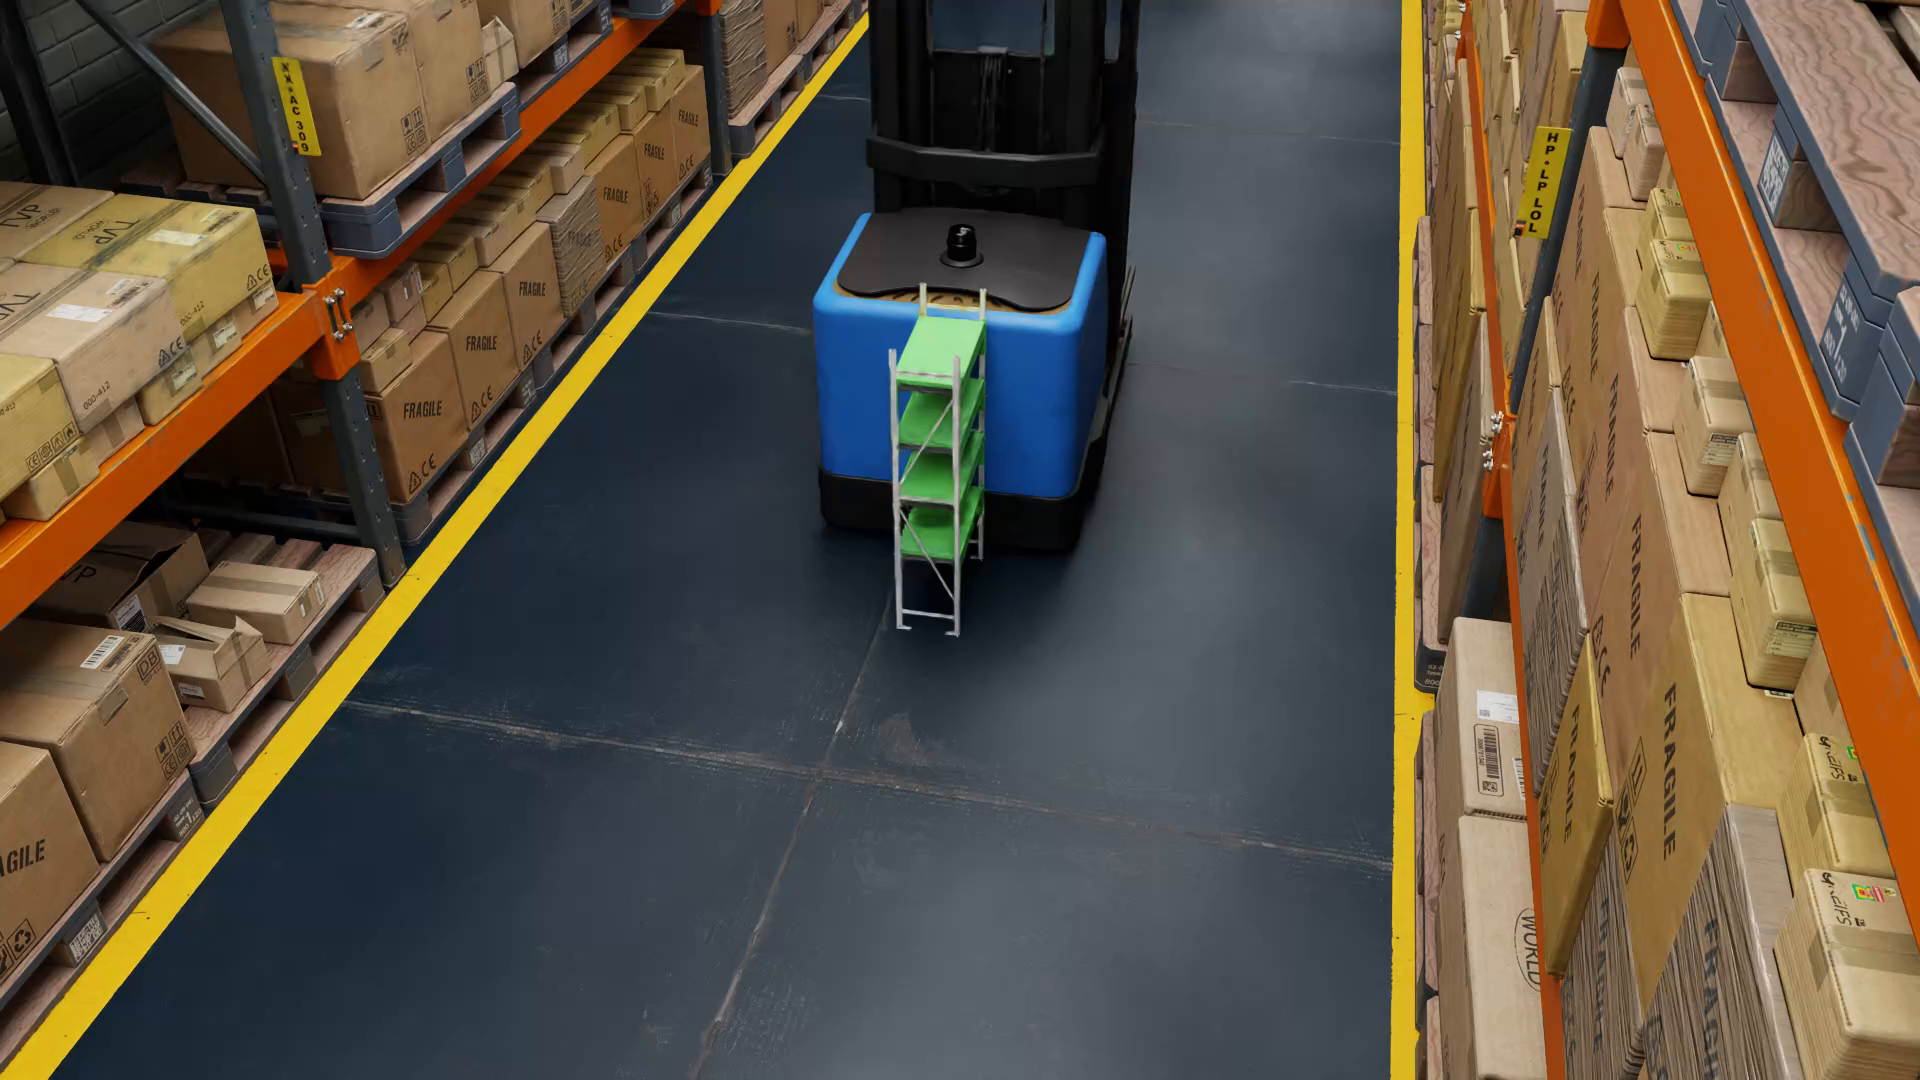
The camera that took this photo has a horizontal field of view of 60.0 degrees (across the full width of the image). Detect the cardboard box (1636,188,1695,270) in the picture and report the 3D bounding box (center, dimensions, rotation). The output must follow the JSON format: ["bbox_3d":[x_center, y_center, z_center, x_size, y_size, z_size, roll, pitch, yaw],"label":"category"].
[{"bbox_3d":[1.677,-0.621,3.561,0.380,0.149,0.250,7,37,10],"label":"cardboard box"}]

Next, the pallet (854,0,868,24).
[{"bbox_3d":[-1.097,-4.148,12.293,1.003,0.211,1.213,7,37,10],"label":"pallet"}]

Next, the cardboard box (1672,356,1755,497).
[{"bbox_3d":[1.498,-0.186,2.961,0.380,0.149,0.250,7,37,10],"label":"cardboard box"}]

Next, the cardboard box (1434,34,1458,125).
[{"bbox_3d":[3.298,-2.643,9.722,0.950,0.372,0.625,7,36,9],"label":"cardboard box"}]

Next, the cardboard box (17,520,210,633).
[{"bbox_3d":[-3.059,0.150,5.920,0.500,0.311,0.500,9,37,12],"label":"cardboard box"}]

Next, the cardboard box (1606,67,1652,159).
[{"bbox_3d":[1.842,-1.057,4.162,0.380,0.149,0.250,7,36,9],"label":"cardboard box"}]

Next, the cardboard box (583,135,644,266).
[{"bbox_3d":[-1.939,-1.713,8.330,0.500,0.500,0.500,9,37,12],"label":"cardboard box"}]

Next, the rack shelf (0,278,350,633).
[{"bbox_3d":[-3.114,0.320,4.365,1.077,0.370,4.000,7,37,10],"label":"rack shelf"}]

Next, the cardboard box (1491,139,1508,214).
[{"bbox_3d":[2.249,-1.304,6.121,0.500,0.250,0.500,6,36,9],"label":"cardboard box"}]

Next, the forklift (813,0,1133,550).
[{"bbox_3d":[0.220,-2.009,7.024,1.130,2.935,3.031,7,36,9],"label":"forklift"}]

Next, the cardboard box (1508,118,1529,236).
[{"bbox_3d":[2.119,-1.210,5.565,0.500,0.250,0.500,8,37,11],"label":"cardboard box"}]

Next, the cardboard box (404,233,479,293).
[{"bbox_3d":[-2.278,-1.186,7.050,0.380,0.149,0.250,7,36,9],"label":"cardboard box"}]

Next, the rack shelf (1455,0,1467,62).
[{"bbox_3d":[3.445,-3.646,9.837,1.077,0.370,4.000,7,37,10],"label":"rack shelf"}]

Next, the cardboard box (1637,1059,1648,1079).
[{"bbox_3d":[1.275,1.160,2.509,0.500,0.500,0.500,7,36,9],"label":"cardboard box"}]

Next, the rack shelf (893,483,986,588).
[{"bbox_3d":[-0.073,-0.035,6.294,0.258,0.148,0.480,7,36,9],"label":"rack shelf"}]

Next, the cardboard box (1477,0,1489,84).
[{"bbox_3d":[2.575,-2.184,7.336,0.500,0.250,0.500,6,36,9],"label":"cardboard box"}]

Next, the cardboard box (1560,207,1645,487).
[{"bbox_3d":[1.711,-0.411,3.824,0.500,0.500,0.500,7,36,9],"label":"cardboard box"}]

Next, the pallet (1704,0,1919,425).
[{"bbox_3d":[1.715,-0.511,2.419,1.003,0.211,1.213,7,37,10],"label":"pallet"}]

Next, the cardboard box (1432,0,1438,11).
[{"bbox_3d":[3.762,-3.889,11.441,0.950,0.372,0.625,8,37,11],"label":"cardboard box"}]

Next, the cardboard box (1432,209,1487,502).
[{"bbox_3d":[2.403,-0.691,6.601,0.875,0.875,0.875,8,37,11],"label":"cardboard box"}]

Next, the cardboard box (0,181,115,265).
[{"bbox_3d":[-3.056,-0.927,5.347,0.500,0.250,0.500,7,37,9],"label":"cardboard box"}]

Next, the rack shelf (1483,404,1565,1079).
[{"bbox_3d":[1.736,0.940,3.509,1.077,0.370,4.000,7,37,10],"label":"rack shelf"}]

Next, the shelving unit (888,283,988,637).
[{"bbox_3d":[-0.073,-0.281,6.115,0.258,1.200,0.503,7,36,9],"label":"shelving unit"}]

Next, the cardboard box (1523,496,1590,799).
[{"bbox_3d":[1.583,0.271,3.735,0.500,0.500,0.500,8,37,10],"label":"cardboard box"}]

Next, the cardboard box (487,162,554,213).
[{"bbox_3d":[-2.103,-1.625,7.656,0.380,0.149,0.250,7,37,10],"label":"cardboard box"}]

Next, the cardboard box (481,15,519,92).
[{"bbox_3d":[-2.015,-1.981,6.685,0.396,0.266,0.258,9,37,12],"label":"cardboard box"}]

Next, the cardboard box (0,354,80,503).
[{"bbox_3d":[-2.769,-0.281,4.456,0.500,0.250,0.500,7,37,10],"label":"cardboard box"}]

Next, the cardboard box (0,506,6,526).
[{"bbox_3d":[-2.848,-0.066,4.500,0.380,0.149,0.250,8,37,11],"label":"cardboard box"}]

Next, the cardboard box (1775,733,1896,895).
[{"bbox_3d":[1.287,0.411,2.137,0.380,0.149,0.250,8,37,11],"label":"cardboard box"}]

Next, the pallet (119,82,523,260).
[{"bbox_3d":[-2.409,-1.484,6.405,1.003,0.211,1.213,7,37,10],"label":"pallet"}]

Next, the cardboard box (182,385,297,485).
[{"bbox_3d":[-2.871,-0.594,6.786,0.500,0.500,0.500,7,37,10],"label":"cardboard box"}]

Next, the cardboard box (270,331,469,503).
[{"bbox_3d":[-2.364,-0.524,6.690,0.500,0.500,0.500,9,37,12],"label":"cardboard box"}]

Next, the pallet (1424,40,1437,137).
[{"bbox_3d":[3.449,-2.807,10.443,1.003,0.211,1.213,7,37,10],"label":"pallet"}]

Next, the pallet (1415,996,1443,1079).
[{"bbox_3d":[1.666,1.759,4.143,1.003,0.211,1.213,7,37,10],"label":"pallet"}]

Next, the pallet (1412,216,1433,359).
[{"bbox_3d":[2.775,-1.219,8.252,1.003,0.211,1.213,7,37,10],"label":"pallet"}]

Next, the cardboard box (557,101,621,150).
[{"bbox_3d":[-1.919,-2.065,8.262,0.380,0.149,0.250,8,37,11],"label":"cardboard box"}]

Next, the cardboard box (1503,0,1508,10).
[{"bbox_3d":[2.451,-2.404,6.573,0.500,0.500,0.500,8,37,11],"label":"cardboard box"}]

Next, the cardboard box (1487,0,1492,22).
[{"bbox_3d":[2.557,-2.377,7.175,0.500,0.250,0.500,8,37,11],"label":"cardboard box"}]

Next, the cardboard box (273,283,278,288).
[{"bbox_3d":[-2.839,-0.937,6.706,0.380,0.149,0.250,7,37,10],"label":"cardboard box"}]

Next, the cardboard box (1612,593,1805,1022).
[{"bbox_3d":[1.371,0.458,2.625,0.500,0.500,0.500,7,37,10],"label":"cardboard box"}]

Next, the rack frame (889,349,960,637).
[{"bbox_3d":[-0.119,-0.140,5.921,0.240,1.200,0.015,7,36,9],"label":"rack frame"}]

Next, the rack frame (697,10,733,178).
[{"bbox_3d":[-1.832,-3.411,8.900,1.000,3.000,0.127,7,37,10],"label":"rack frame"}]
